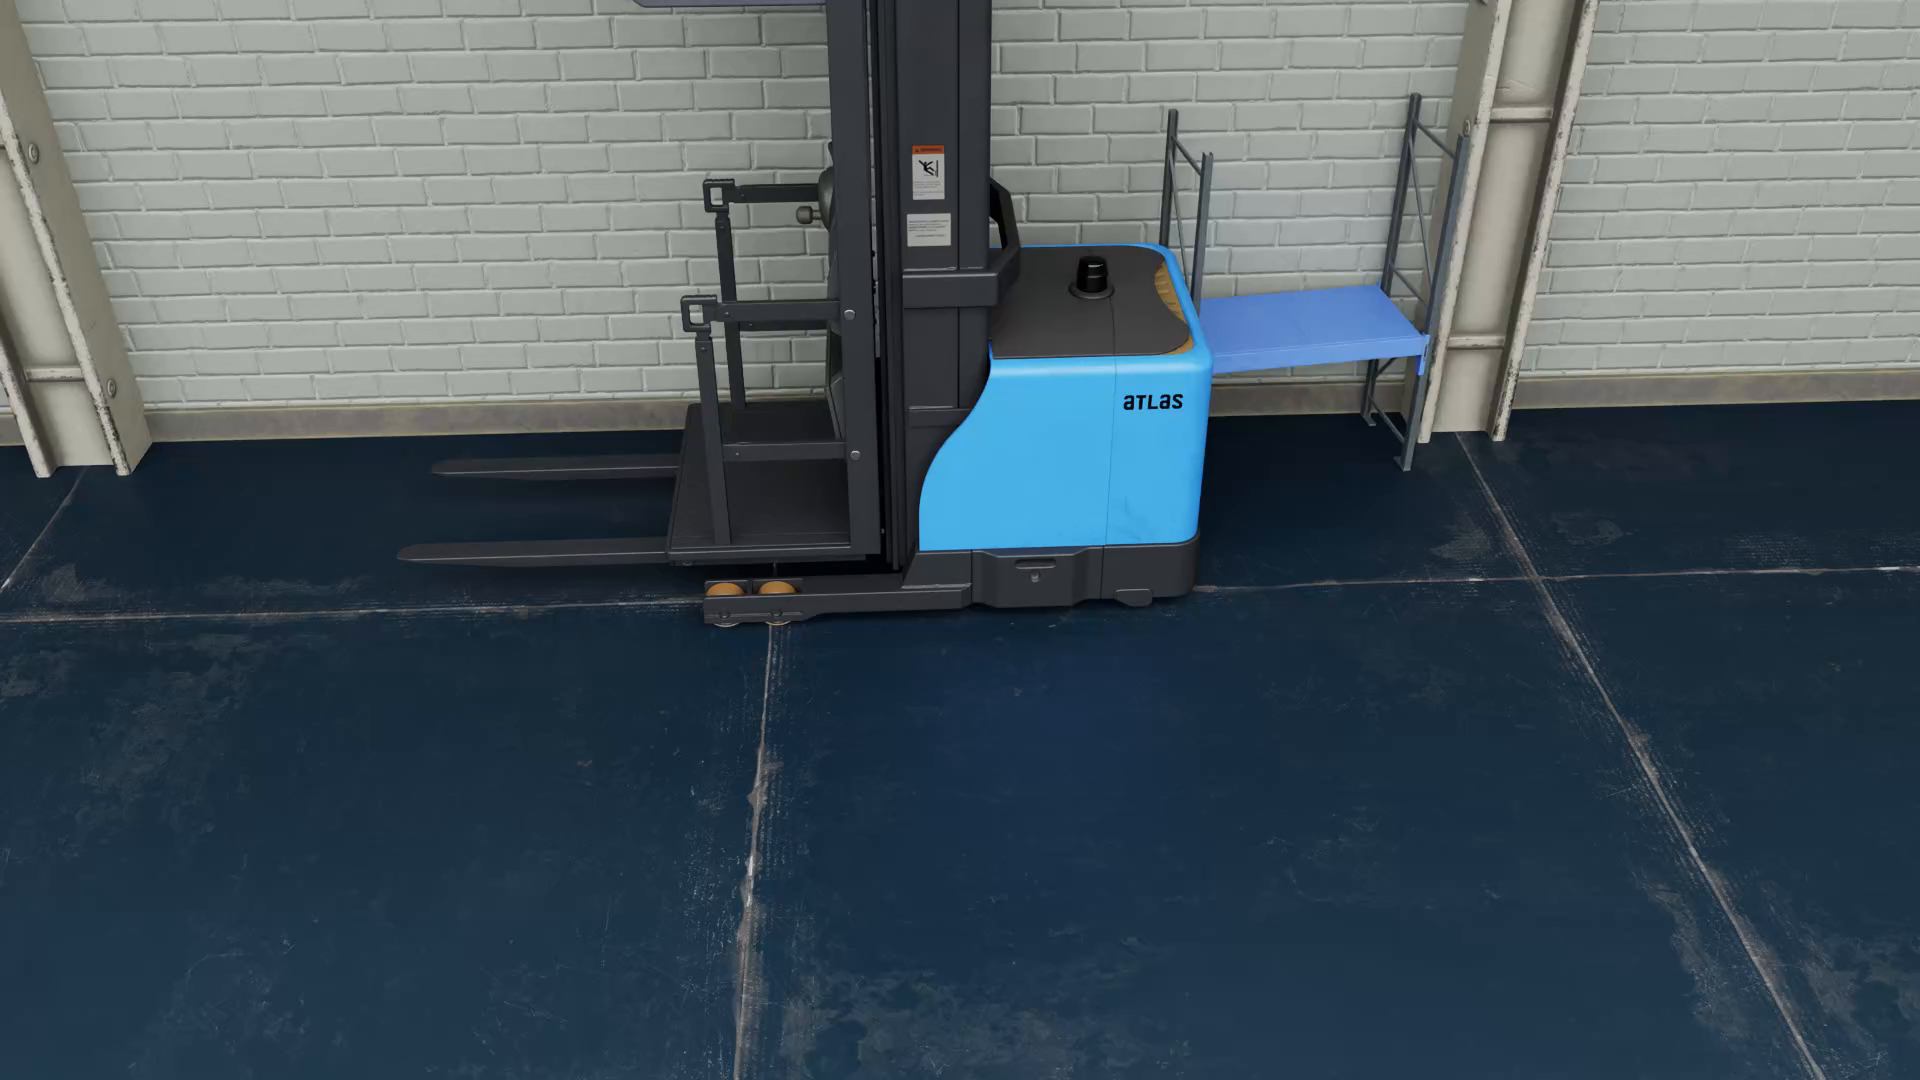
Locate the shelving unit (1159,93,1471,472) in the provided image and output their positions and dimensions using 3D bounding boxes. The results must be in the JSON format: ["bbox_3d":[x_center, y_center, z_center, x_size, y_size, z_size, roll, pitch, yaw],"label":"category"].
[{"bbox_3d":[1.384,-1.001,6.879,1.048,1.500,0.538,-6,35,-8],"label":"shelving unit"}]

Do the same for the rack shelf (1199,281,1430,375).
[{"bbox_3d":[1.384,-0.853,6.981,1.000,0.185,0.538,-6,35,-8],"label":"rack shelf"}]

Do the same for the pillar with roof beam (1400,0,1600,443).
[{"bbox_3d":[2.421,-1.777,1.410,0.400,9.000,9.100,-2,35,-2],"label":"pillar with roof beam"}]

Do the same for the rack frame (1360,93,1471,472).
[{"bbox_3d":[1.884,-1.053,6.954,0.032,1.500,0.500,-6,35,-8],"label":"rack frame"}]

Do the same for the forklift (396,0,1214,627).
[{"bbox_3d":[-0.629,-1.187,5.889,3.031,2.935,1.130,-2,35,-2],"label":"forklift"}]

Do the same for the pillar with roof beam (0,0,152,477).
[{"bbox_3d":[-3.573,-1.615,1.177,0.400,9.000,9.100,-2,35,-2],"label":"pillar with roof beam"}]

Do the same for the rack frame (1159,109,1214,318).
[{"bbox_3d":[0.884,-0.949,6.804,0.032,1.500,0.500,-6,35,-8],"label":"rack frame"}]
